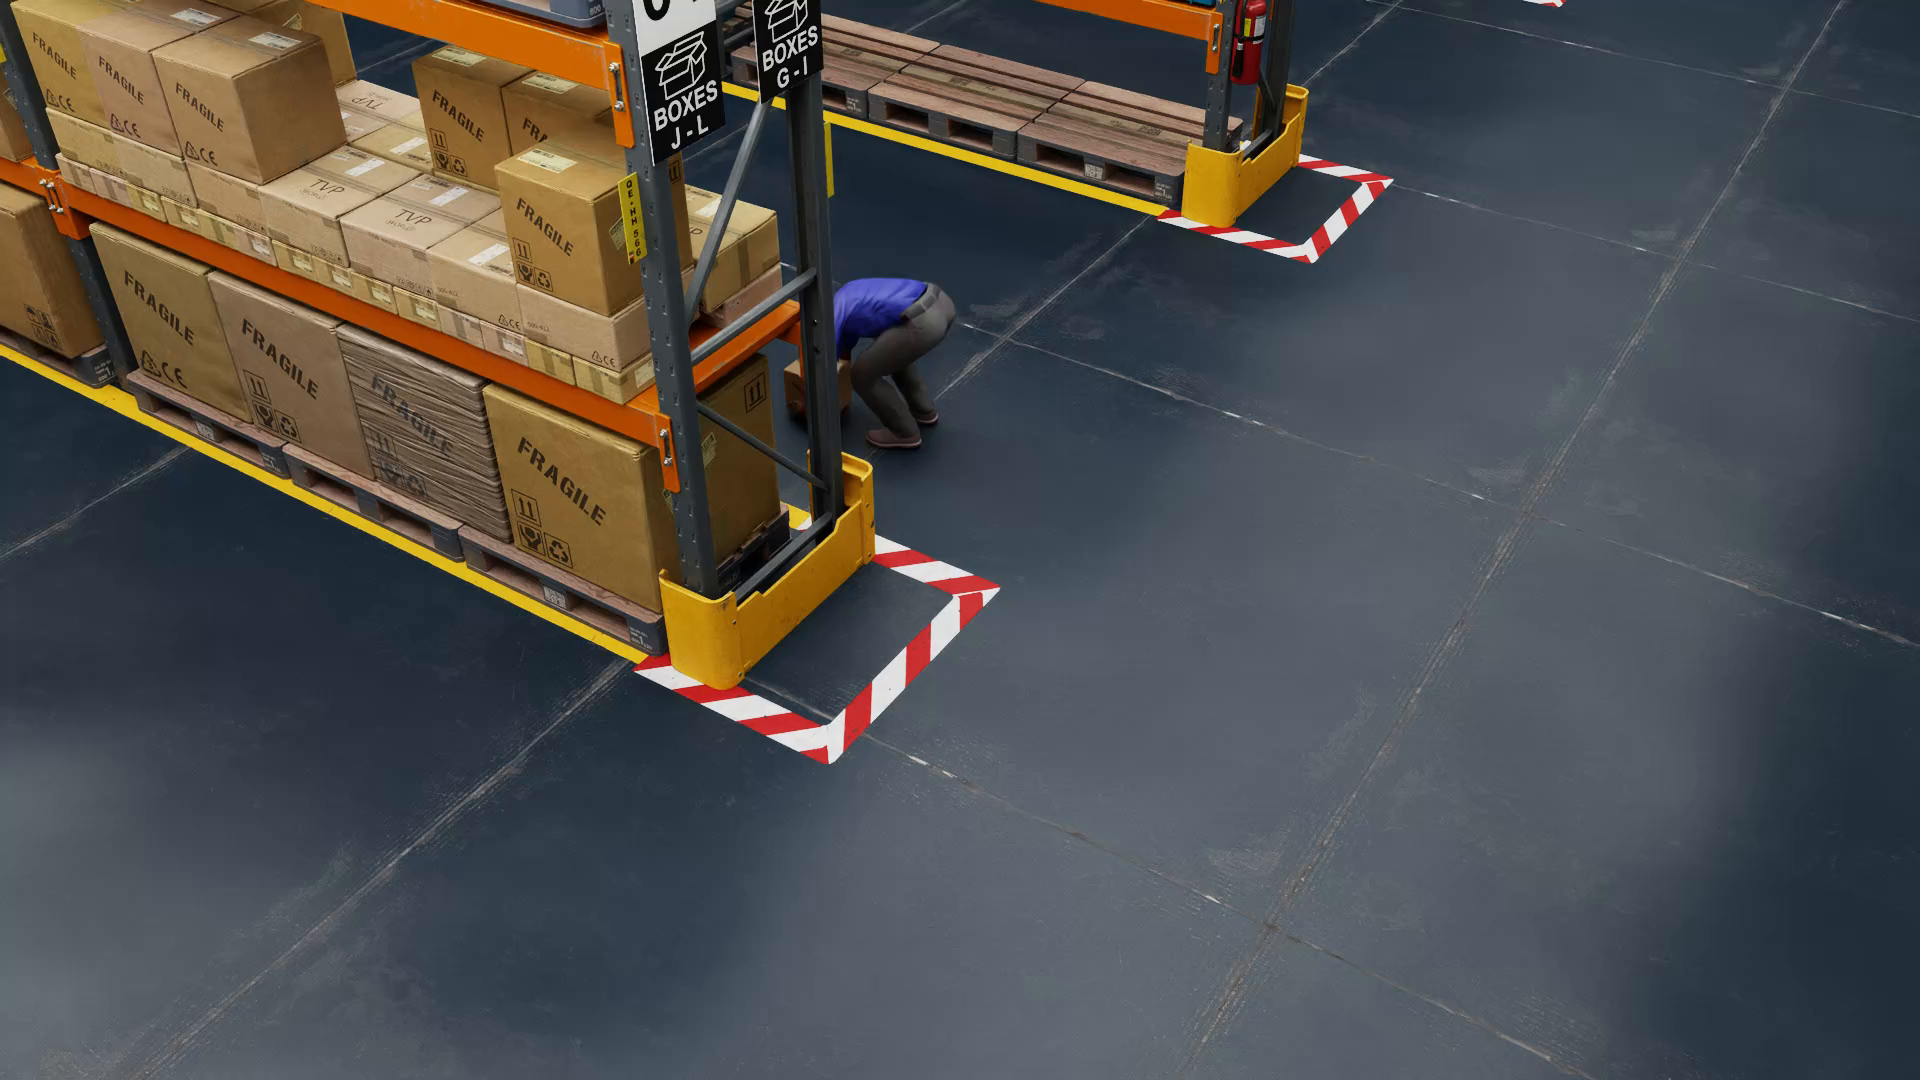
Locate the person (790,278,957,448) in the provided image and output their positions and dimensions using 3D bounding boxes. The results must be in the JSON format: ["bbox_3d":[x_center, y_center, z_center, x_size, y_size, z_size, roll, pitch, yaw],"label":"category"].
[{"bbox_3d":[-0.459,-0.939,8.494,0.866,0.866,0.464,10,40,12],"label":"person"}]
